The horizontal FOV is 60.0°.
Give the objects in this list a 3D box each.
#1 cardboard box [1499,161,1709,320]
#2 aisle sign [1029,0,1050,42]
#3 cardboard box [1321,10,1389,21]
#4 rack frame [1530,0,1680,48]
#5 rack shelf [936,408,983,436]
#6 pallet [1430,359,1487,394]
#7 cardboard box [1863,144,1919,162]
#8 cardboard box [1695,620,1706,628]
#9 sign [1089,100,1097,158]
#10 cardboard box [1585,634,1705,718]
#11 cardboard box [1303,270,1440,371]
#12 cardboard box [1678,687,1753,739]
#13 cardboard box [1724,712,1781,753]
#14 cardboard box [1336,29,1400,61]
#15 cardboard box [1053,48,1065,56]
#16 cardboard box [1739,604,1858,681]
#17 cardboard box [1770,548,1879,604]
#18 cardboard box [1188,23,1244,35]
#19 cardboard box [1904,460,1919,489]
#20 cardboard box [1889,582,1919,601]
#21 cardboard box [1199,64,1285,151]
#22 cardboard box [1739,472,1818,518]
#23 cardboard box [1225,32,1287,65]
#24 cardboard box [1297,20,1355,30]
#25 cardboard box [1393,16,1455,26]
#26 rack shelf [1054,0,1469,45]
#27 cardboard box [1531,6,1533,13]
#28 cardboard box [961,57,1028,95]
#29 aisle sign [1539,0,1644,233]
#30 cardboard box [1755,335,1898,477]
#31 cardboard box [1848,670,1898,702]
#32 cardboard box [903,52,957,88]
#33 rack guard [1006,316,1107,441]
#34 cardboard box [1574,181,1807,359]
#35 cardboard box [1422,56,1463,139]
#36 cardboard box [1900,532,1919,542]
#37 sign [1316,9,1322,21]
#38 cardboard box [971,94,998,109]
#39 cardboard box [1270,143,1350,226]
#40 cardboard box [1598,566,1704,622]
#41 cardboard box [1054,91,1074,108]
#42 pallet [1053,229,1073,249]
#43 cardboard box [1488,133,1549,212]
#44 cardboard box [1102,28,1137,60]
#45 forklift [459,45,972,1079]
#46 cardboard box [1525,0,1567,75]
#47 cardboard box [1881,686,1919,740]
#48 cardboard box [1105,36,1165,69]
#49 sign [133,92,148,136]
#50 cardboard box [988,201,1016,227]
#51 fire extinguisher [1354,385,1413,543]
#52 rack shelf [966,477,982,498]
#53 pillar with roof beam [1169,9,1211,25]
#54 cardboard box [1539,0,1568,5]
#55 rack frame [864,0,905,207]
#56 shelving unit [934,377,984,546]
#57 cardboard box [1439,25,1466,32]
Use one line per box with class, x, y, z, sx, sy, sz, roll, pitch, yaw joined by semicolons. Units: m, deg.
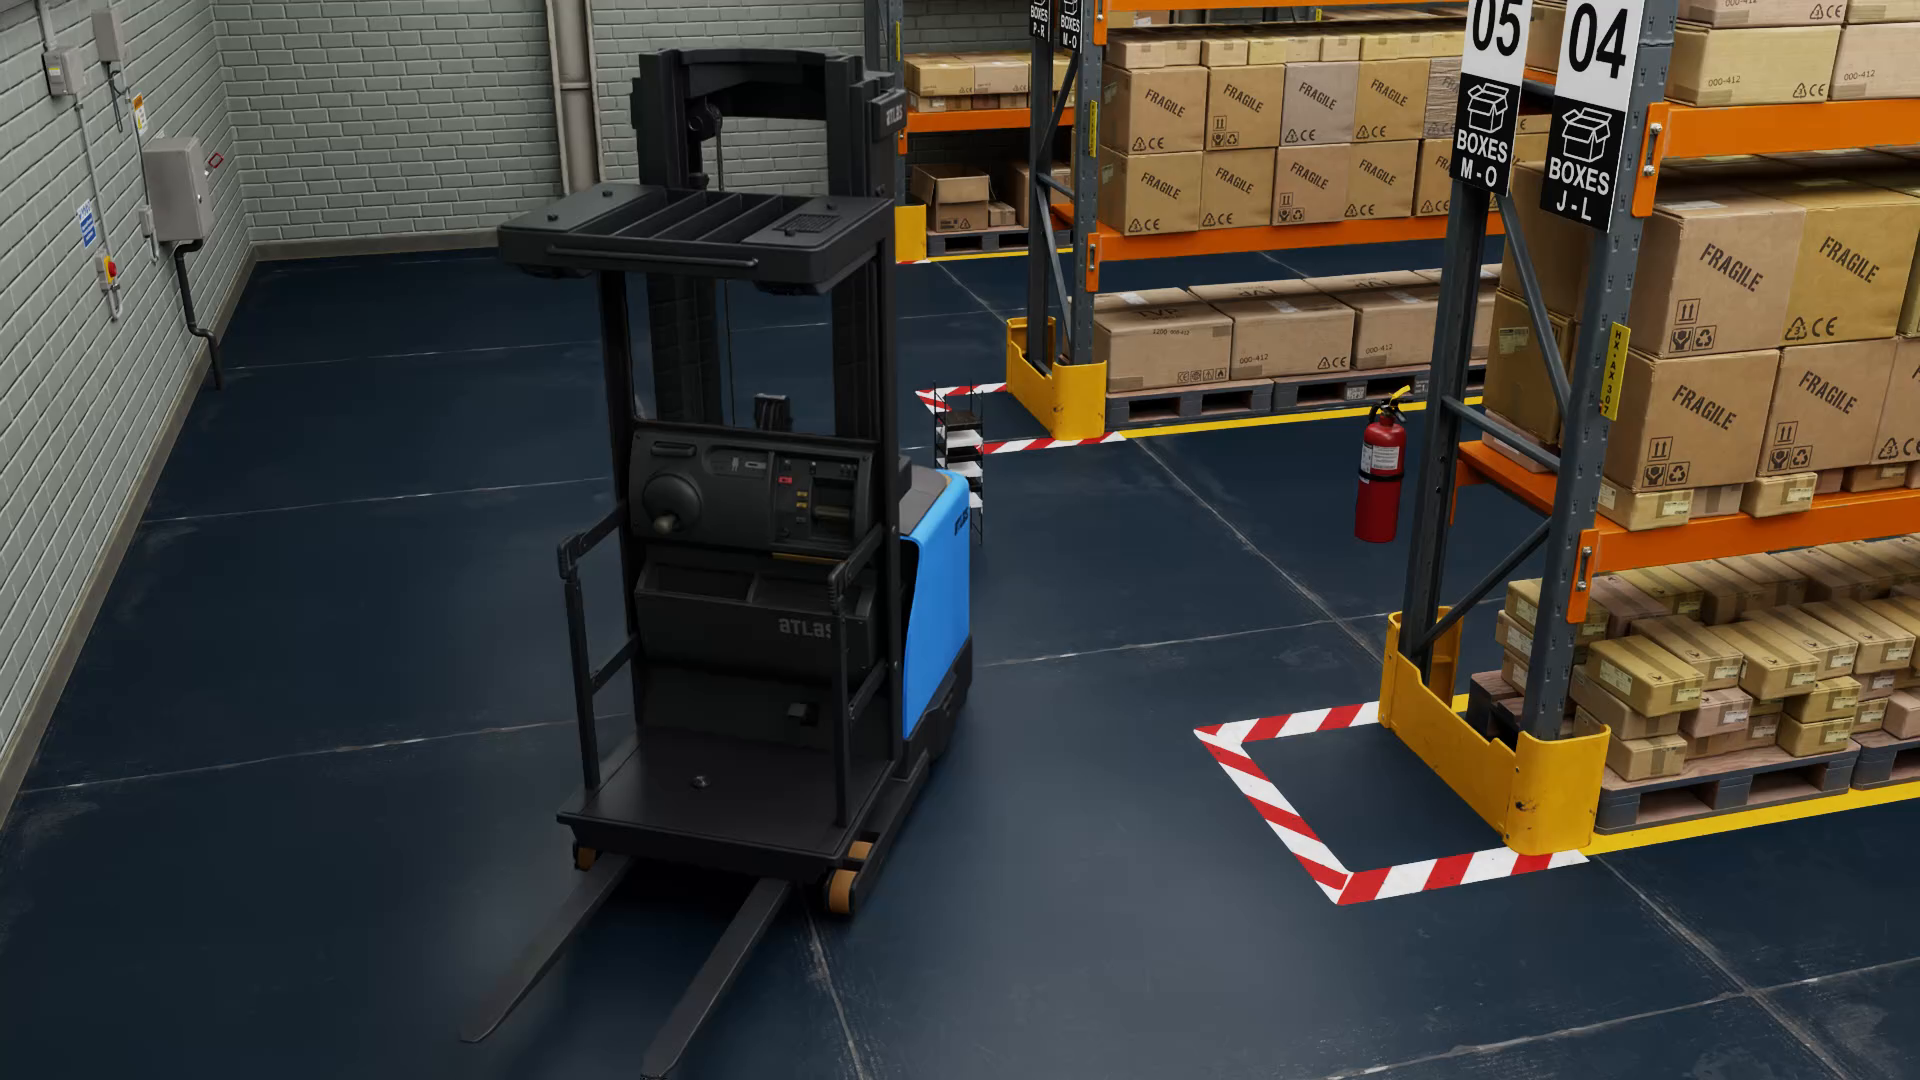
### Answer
cardboard box;2.464;-1.171;6.402;0.500;0.500;0.500;-7;24;-15
aisle sign;0.503;-3.559;10.443;0.004;0.787;0.394;-6;24;-14
cardboard box;3.689;-4.770;15.903;0.500;0.500;0.700;-6;24;-13
rack frame;2.091;-3.142;5.161;0.127;3.000;1.000;-6;24;-14
rack shelf;-0.008;-0.630;8.977;0.200;0.077;0.258;-6;24;-14
pallet;3.754;-1.347;12.122;1.213;0.211;1.003;-6;24;-14
cardboard box;3.958;-1.341;6.799;0.500;0.500;0.500;-7;24;-16
cardboard box;3.021;0.374;7.279;0.250;0.149;0.380;-7;24;-17
sign;0.800;-2.477;10.020;0.005;0.325;0.100;-6;24;-14
cardboard box;2.687;0.531;6.536;0.250;0.149;0.380;-7;24;-17
cardboard box;3.012;-1.574;11.831;0.875;0.438;0.875;-7;24;-16
cardboard box;2.943;0.629;6.686;0.250;0.149;0.380;-6;24;-15
cardboard box;3.149;0.709;6.876;0.250;0.149;0.380;-6;24;-14
cardboard box;2.577;-3.139;10.545;0.250;0.149;0.380;-7;24;-16
cardboard box;1.161;-4.517;15.785;0.500;0.250;0.500;-6;24;-14
cardboard box;3.413;0.420;6.795;0.250;0.149;0.380;-8;24;-17
cardboard box;3.798;0.186;7.342;0.250;0.149;0.380;-7;24;-16
cardboard box;1.665;-3.279;10.870;0.250;0.149;0.380;-6;24;-13
cardboard box;3.724;-0.346;6.571;0.250;0.149;0.380;-7;24;-15
cardboard box;4.165;0.321;7.027;0.250;0.149;0.380;-6;24;-14
cardboard box;1.691;-2.760;10.484;0.500;0.500;0.500;-7;24;-16
cardboard box;2.998;-0.231;6.303;0.250;0.149;0.380;-7;24;-16
cardboard box;1.836;-3.064;10.370;0.250;0.149;0.380;-7;24;-16
cardboard box;2.419;-3.349;11.034;0.250;0.149;0.380;-6;24;-13
cardboard box;3.137;-3.451;11.272;0.250;0.149;0.380;-7;24;-16
rack shelf;2.582;-3.515;10.746;4.000;0.370;1.077;-6;24;-14
cardboard box;5.493;-4.987;16.404;0.637;0.503;0.797;-7;24;-16
cardboard box;0.307;-4.206;15.061;0.500;0.250;0.500;-6;24;-14
aisle sign;2.101;-1.458;5.548;0.004;0.787;0.394;-6;24;-14
cardboard box;3.106;-0.578;6.288;0.500;0.500;0.500;-6;24;-14
cardboard box;3.661;0.519;6.943;0.250;0.149;0.380;-7;24;-17
cardboard box;-0.317;-4.356;15.410;0.500;0.250;0.500;-6;24;-13
rack guard;0.633;-1.103;11.186;0.348;0.500;1.175;-6;24;-14
cardboard box;2.595;-0.975;5.945;0.500;0.500;0.500;-6;24;-15
cardboard box;3.149;-2.922;10.860;0.500;0.500;0.500;-6;24;-14
cardboard box;4.531;0.075;7.599;0.250;0.149;0.380;-6;24;-13
sign;3.317;-4.757;15.434;0.005;0.325;0.100;-6;24;-14
cardboard box;0.178;-4.039;15.179;0.250;0.149;0.380;-7;24;-15
cardboard box;2.170;-2.354;10.805;0.500;0.500;0.500;-6;24;-15
cardboard box;3.004;0.225;7.250;0.250;0.149;0.380;-7;24;-16
cardboard box;0.956;-4.072;15.254;0.250;0.149;0.380;-7;24;-16
pallet;1.325;-3.078;16.157;1.213;0.211;1.003;-6;24;-14
cardboard box;3.636;-2.523;11.198;0.500;0.500;0.500;-7;24;-16
cardboard box;0.948;-3.172;10.621;0.250;0.149;0.380;-6;24;-14
forklift;-0.823;-0.149;5.881;1.130;2.935;3.031;6;24;14
cardboard box;2.457;-1.844;6.129;0.500;0.250;0.500;-7;24;-16
cardboard box;3.908;0.667;6.975;0.250;0.149;0.380;-8;24;-17
cardboard box;1.073;-2.990;10.197;0.250;0.149;0.380;-6;24;-13
sign;-5.378;-2.794;10.910;0.001;0.242;0.339;-6;24;-14
cardboard box;0.346;-3.081;15.708;0.250;0.149;0.380;-7;24;-16
fire extinguisher;1.723;-0.327;6.779;0.183;0.674;0.296;-6;24;-14
rack shelf;-0.008;-0.299;9.119;0.200;0.077;0.258;-6;24;-14
pillar with roof beam;3.412;-5.955;11.716;0.400;9.000;9.100;-6;24;-14
cardboard box;2.465;-2.070;6.023;0.500;0.250;0.500;-7;24;-16
rack frame;-0.688;-4.138;15.090;0.127;3.000;1.000;-6;24;-14
shelving unit;-0.008;-0.413;9.071;0.210;0.900;0.258;-6;24;-14
cardboard box;3.301;-3.246;10.794;0.250;0.149;0.380;-6;24;-15
